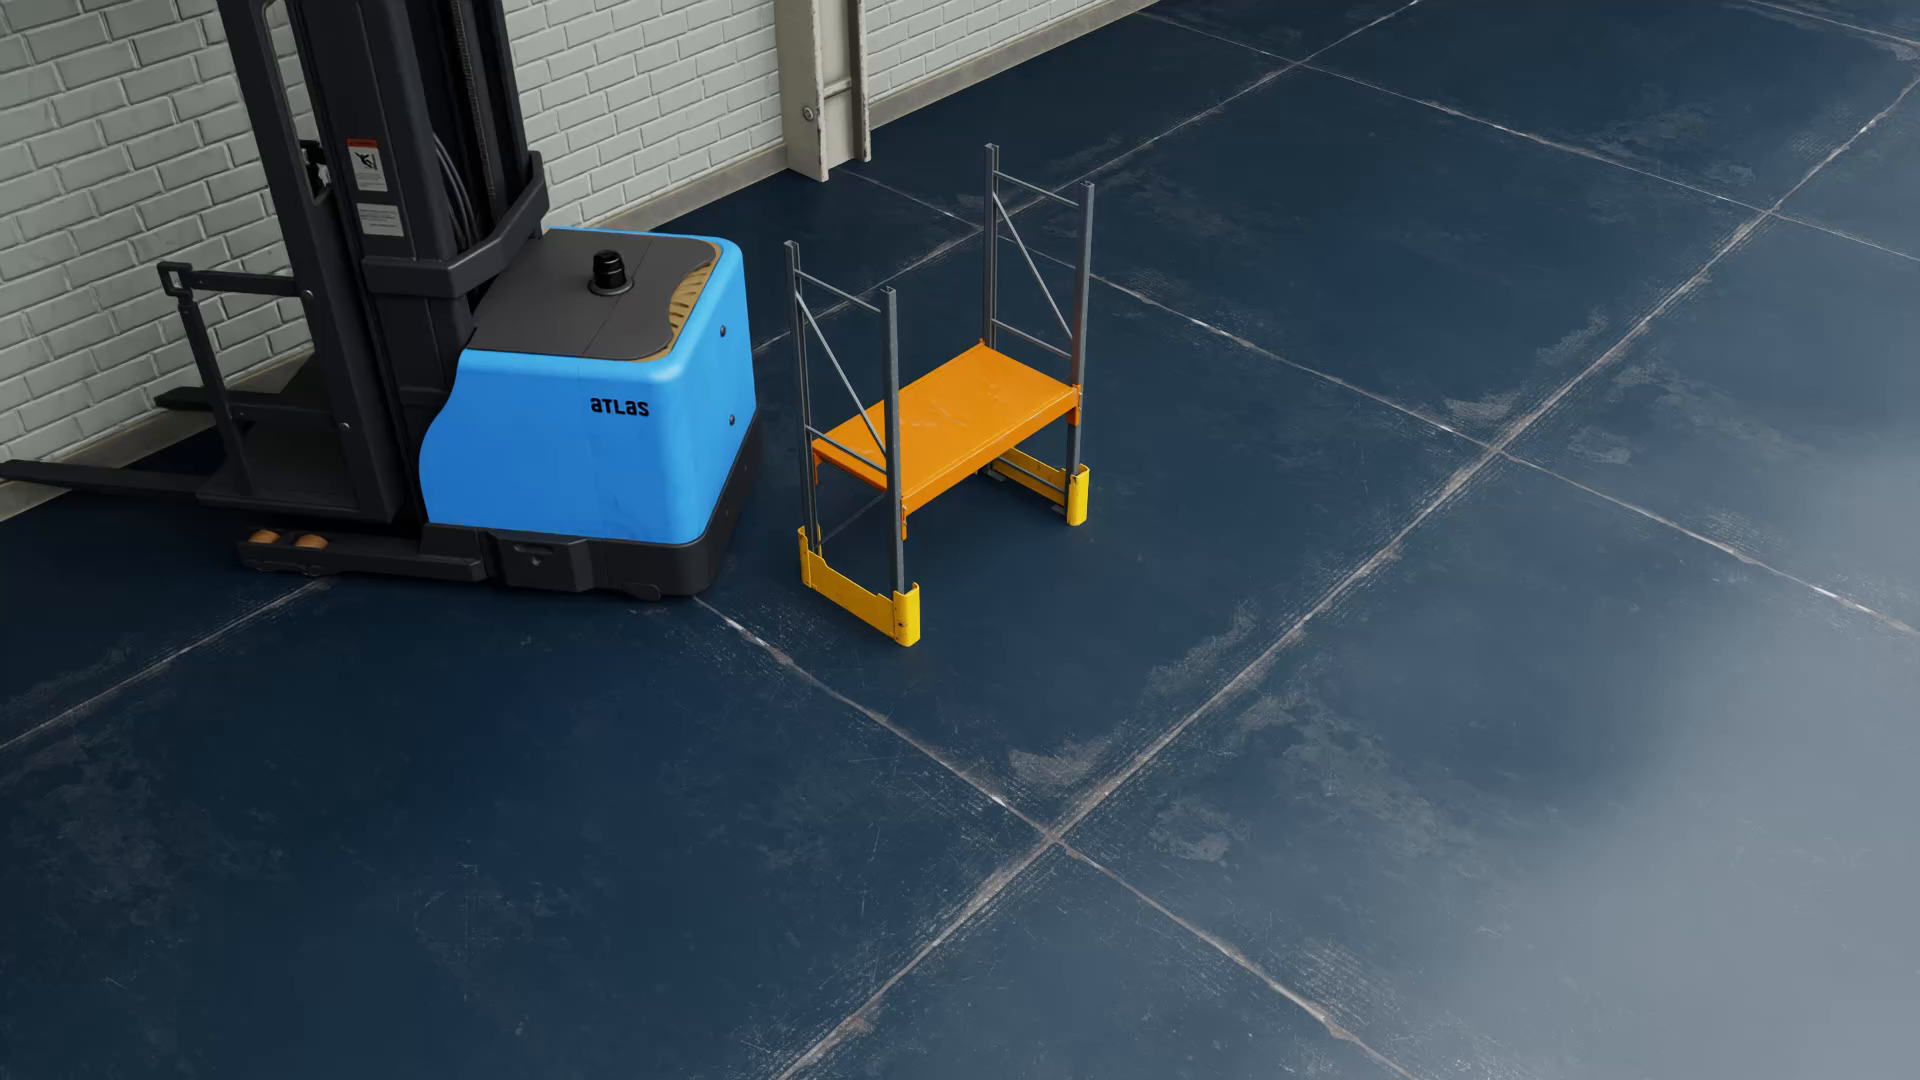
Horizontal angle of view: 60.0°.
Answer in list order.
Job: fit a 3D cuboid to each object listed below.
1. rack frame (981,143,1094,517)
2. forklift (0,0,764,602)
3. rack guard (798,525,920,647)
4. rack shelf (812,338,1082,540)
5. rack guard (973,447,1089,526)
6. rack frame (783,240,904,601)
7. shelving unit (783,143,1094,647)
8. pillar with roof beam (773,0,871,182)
[{"bbox_3d":[0.285,-0.781,6.528,0.500,1.500,0.032,30,47,32],"label":"rack frame"},{"bbox_3d":[-2.397,-1.324,6.060,3.031,2.935,1.130,5,39,6],"label":"forklift"},{"bbox_3d":[-0.387,0.166,6.340,0.587,0.250,0.087,30,47,32],"label":"rack guard"},{"bbox_3d":[-0.058,-0.407,6.346,0.538,0.185,1.000,30,47,32],"label":"rack shelf"},{"bbox_3d":[0.285,-0.292,6.916,0.587,0.250,0.087,30,47,32],"label":"rack guard"},{"bbox_3d":[-0.400,-0.314,5.940,0.500,1.500,0.032,30,47,32],"label":"rack frame"},{"bbox_3d":[-0.051,-0.552,6.239,0.587,1.500,1.083,30,47,32],"label":"shelving unit"},{"bbox_3d":[2.429,-3.861,4.375,9.100,9.000,0.400,30,47,32],"label":"pillar with roof beam"}]
